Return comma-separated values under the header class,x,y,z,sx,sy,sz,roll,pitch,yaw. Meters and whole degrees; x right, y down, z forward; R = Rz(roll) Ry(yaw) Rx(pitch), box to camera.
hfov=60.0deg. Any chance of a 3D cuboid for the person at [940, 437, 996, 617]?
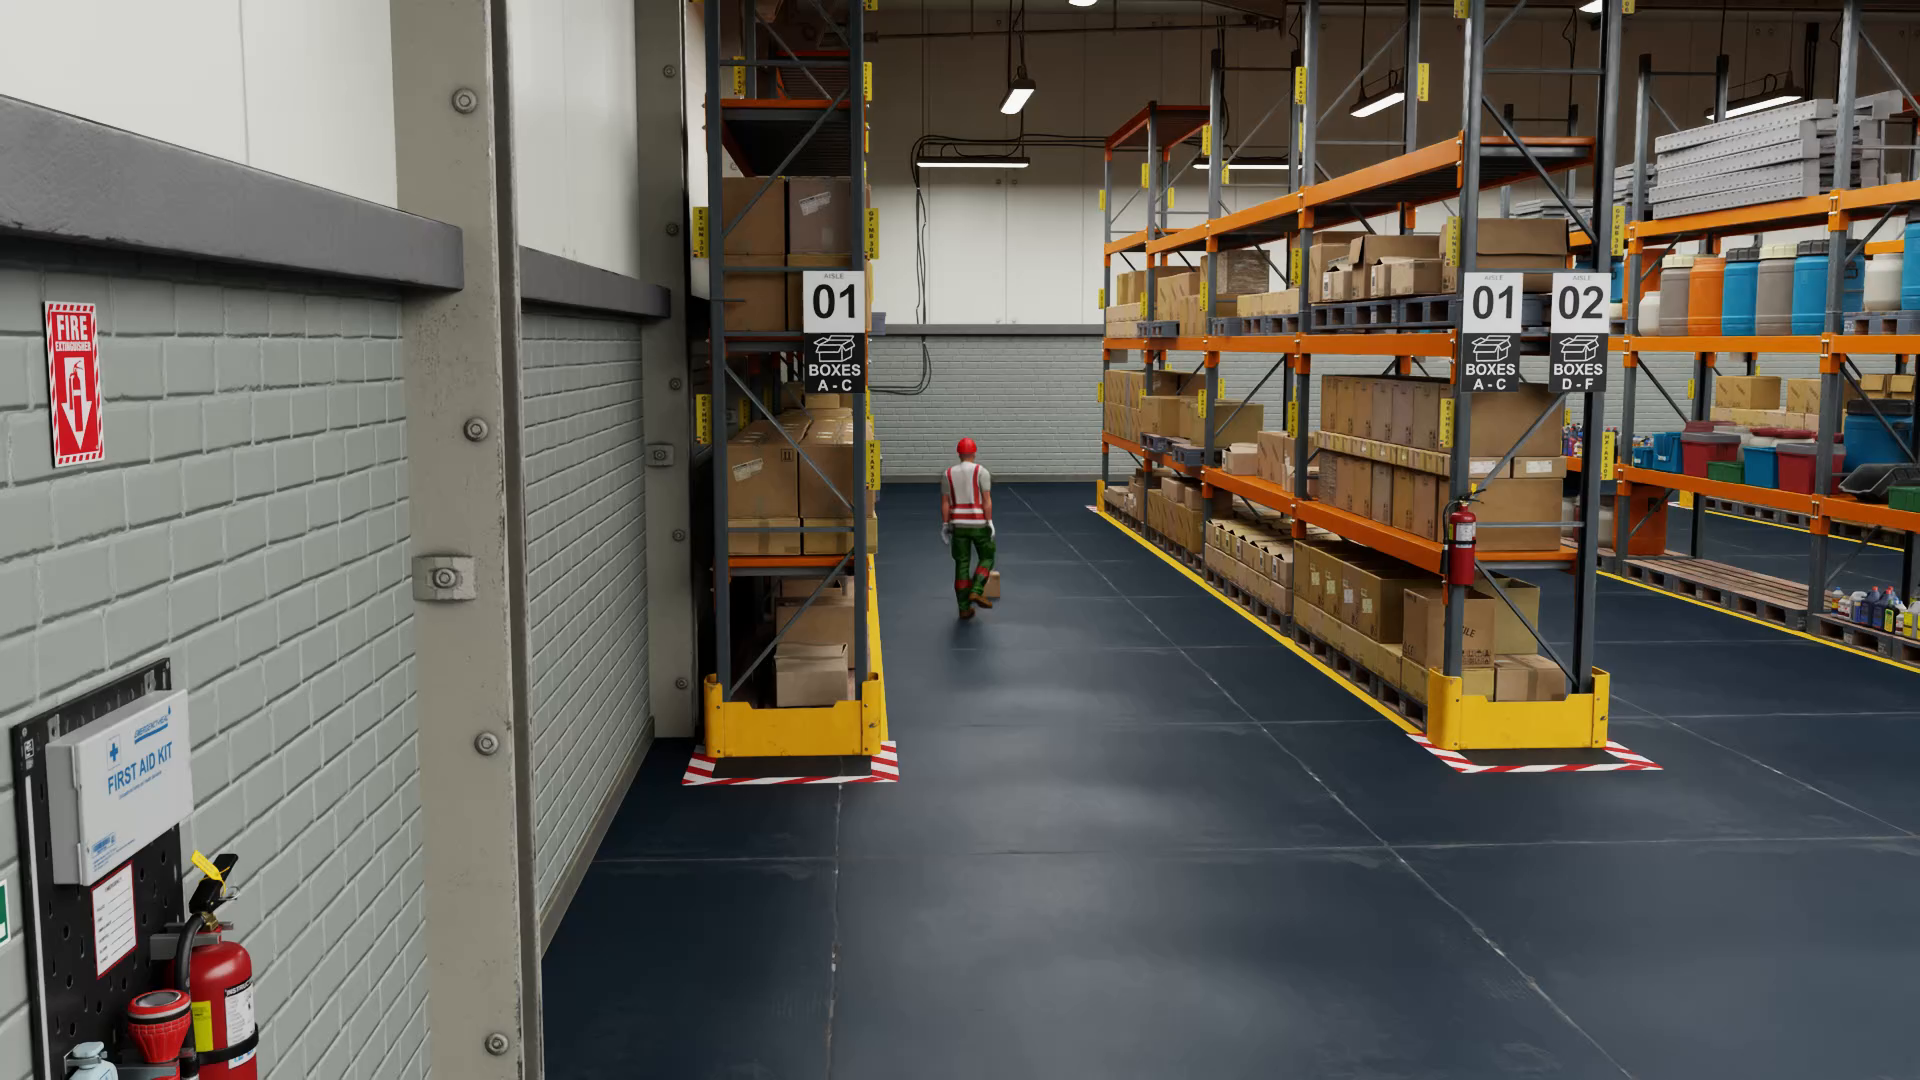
class,x,y,z,sx,sy,sz,roll,pitch,yaw
person,0.086,-0.134,16.664,0.585,1.777,0.501,2,7,16
